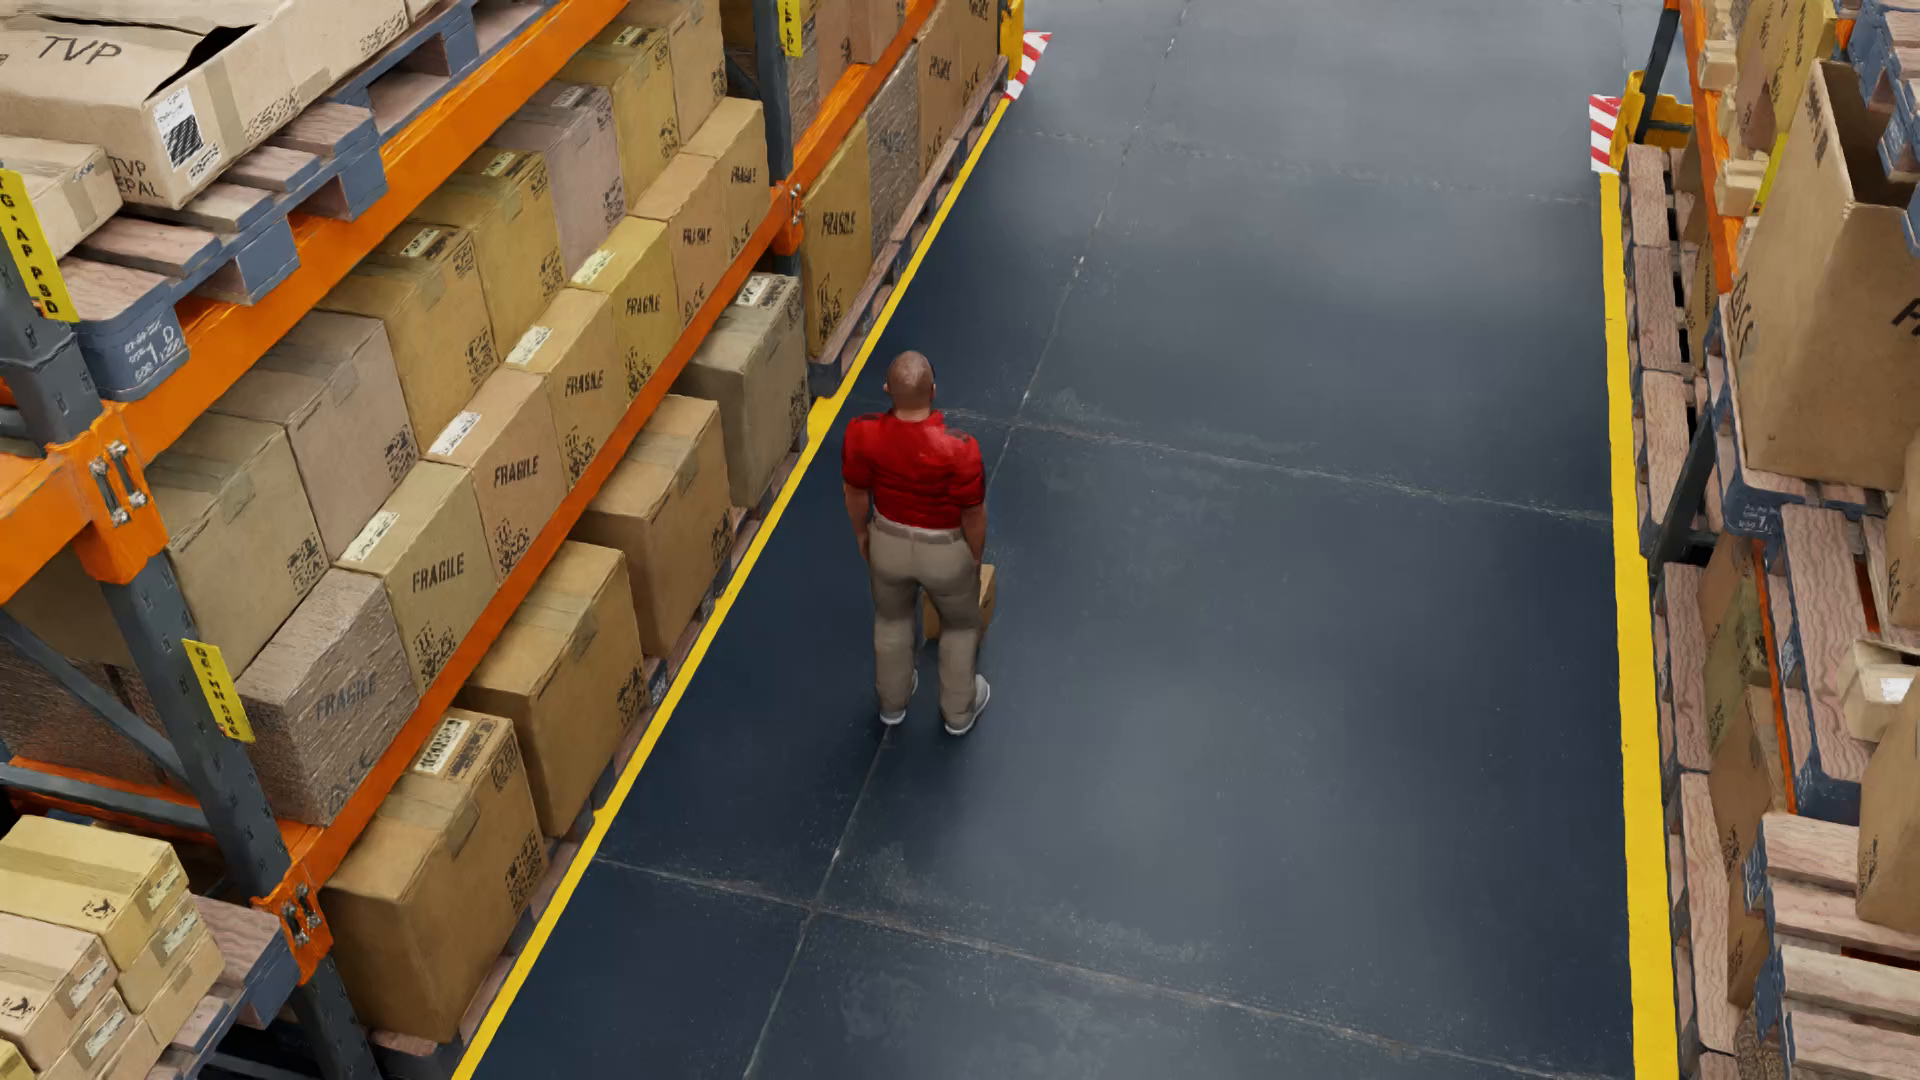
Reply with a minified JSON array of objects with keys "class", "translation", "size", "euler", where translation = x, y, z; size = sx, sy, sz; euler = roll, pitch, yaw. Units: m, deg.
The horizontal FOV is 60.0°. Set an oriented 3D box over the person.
[{"class":"person","translation":[-0.148,0.041,6.194],"size":[0.534,1.635,0.365],"euler":[11,42,12]}]
